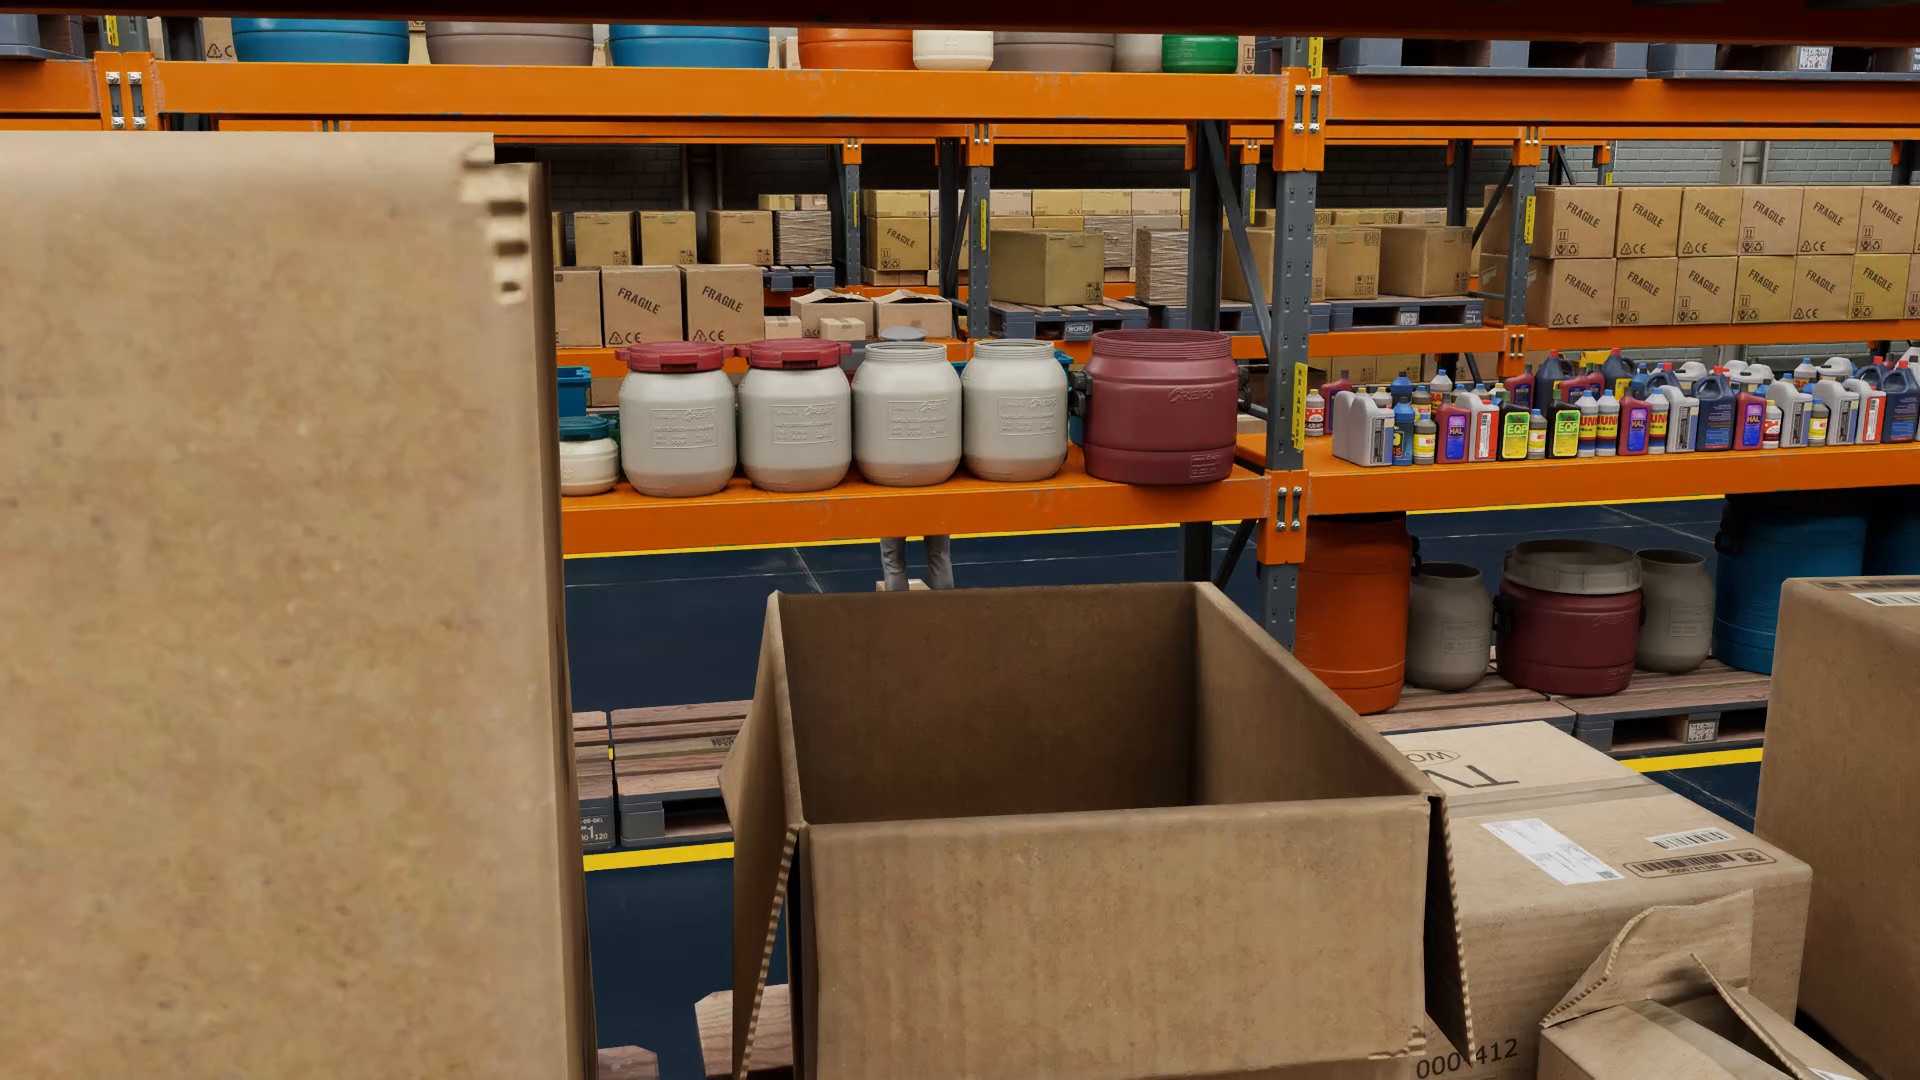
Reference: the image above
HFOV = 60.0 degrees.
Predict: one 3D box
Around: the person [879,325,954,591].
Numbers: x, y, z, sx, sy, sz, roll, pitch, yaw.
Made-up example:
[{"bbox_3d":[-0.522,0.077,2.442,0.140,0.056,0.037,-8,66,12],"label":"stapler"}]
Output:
[{"bbox_3d":[-0.248,-0.267,8.640,0.542,1.662,0.376,-4,13,-17],"label":"person"}]
